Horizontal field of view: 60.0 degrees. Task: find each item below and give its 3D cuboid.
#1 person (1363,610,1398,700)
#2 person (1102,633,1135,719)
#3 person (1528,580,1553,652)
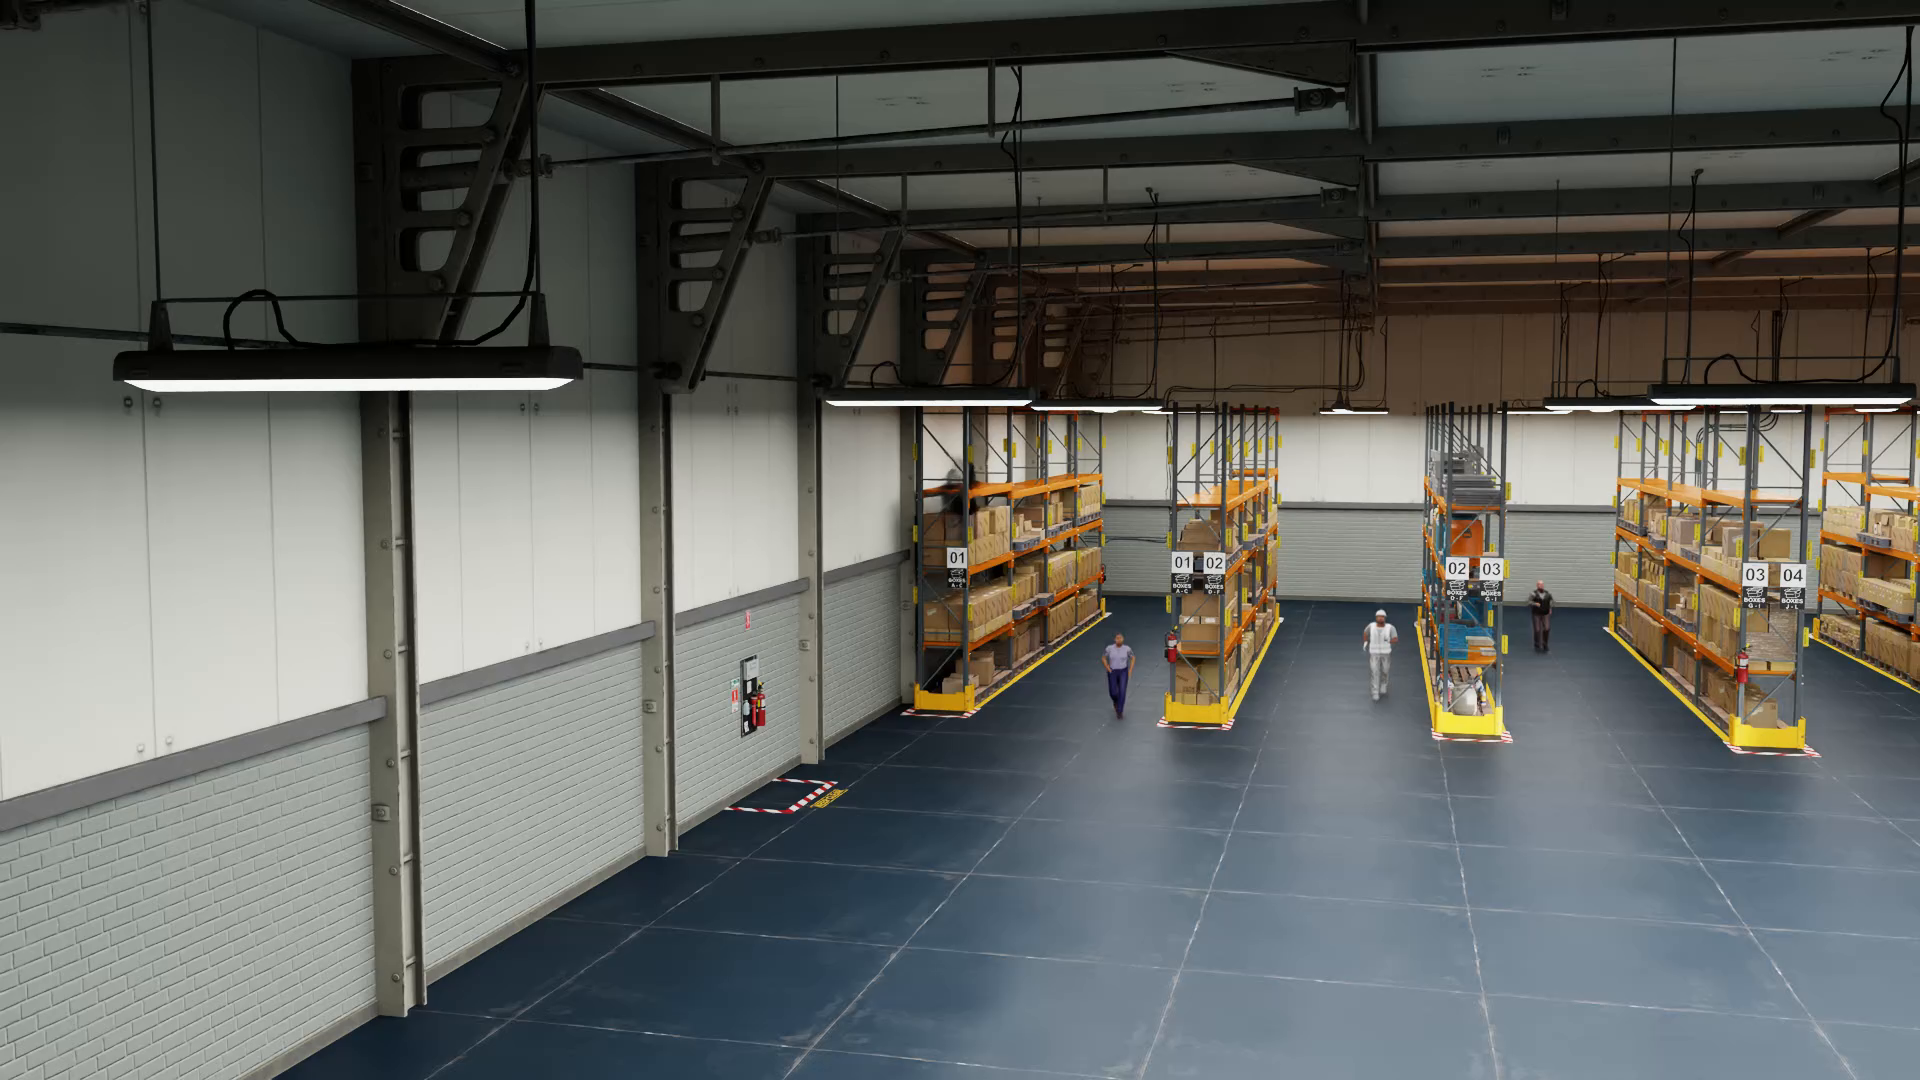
[{"bbox_3d":[8.543,2.305,33.807,0.683,1.773,0.997,1,4,14],"label":"person"},{"bbox_3d":[3.035,2.581,31.849,0.641,1.628,0.599,1,4,9],"label":"person"},{"bbox_3d":[14.213,1.871,40.695,0.635,1.770,0.756,1,4,10],"label":"person"}]
